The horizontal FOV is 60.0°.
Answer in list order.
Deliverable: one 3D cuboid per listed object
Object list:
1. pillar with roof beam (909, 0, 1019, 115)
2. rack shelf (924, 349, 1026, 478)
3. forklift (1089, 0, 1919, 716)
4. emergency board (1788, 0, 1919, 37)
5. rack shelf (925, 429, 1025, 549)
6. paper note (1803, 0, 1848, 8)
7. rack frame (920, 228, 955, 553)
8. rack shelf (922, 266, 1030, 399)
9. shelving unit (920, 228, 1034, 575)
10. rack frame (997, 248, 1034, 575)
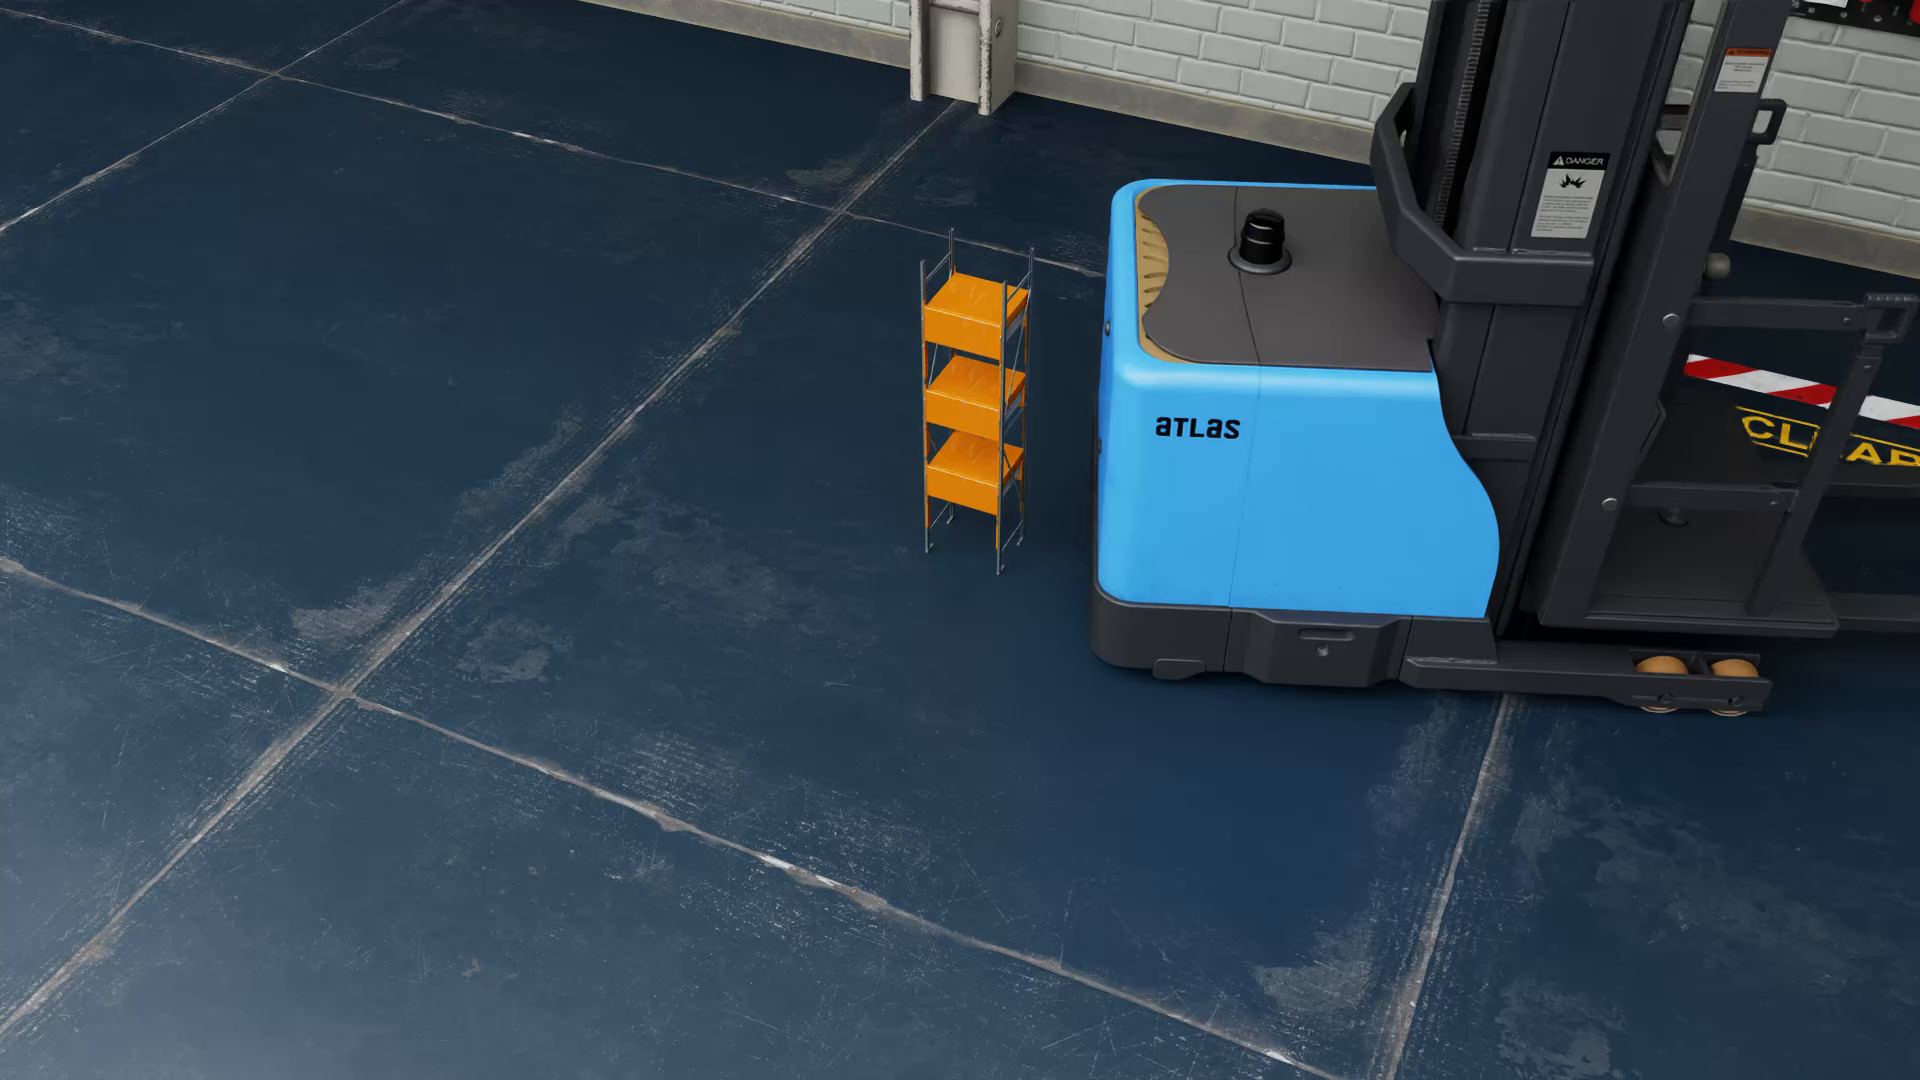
[{"bbox_3d":[-1.803,-2.890,1.713,0.400,9.000,9.100,17,44,19],"label":"pillar with roof beam"},{"bbox_3d":[0.048,-0.374,4.896,0.240,0.259,0.215,17,44,19],"label":"rack shelf"},{"bbox_3d":[1.912,-0.974,4.136,3.031,2.935,1.130,2,41,3],"label":"forklift"},{"bbox_3d":[3.231,-2.223,5.525,0.643,1.169,0.194,17,44,19],"label":"emergency board"},{"bbox_3d":[0.048,-0.164,5.078,0.240,0.259,0.215,17,44,19],"label":"rack shelf"},{"bbox_3d":[3.100,-1.980,5.917,0.142,0.148,0.016,17,44,19],"label":"paper note"},{"bbox_3d":[-0.062,-0.416,4.928,0.008,1.050,0.200,17,44,19],"label":"rack frame"},{"bbox_3d":[0.048,-0.588,4.710,0.240,0.259,0.215,17,44,19],"label":"rack shelf"},{"bbox_3d":[0.048,-0.382,4.889,0.252,1.050,0.215,17,44,19],"label":"shelving unit"},{"bbox_3d":[0.159,-0.348,4.850,0.008,1.050,0.200,17,44,19],"label":"rack frame"}]
